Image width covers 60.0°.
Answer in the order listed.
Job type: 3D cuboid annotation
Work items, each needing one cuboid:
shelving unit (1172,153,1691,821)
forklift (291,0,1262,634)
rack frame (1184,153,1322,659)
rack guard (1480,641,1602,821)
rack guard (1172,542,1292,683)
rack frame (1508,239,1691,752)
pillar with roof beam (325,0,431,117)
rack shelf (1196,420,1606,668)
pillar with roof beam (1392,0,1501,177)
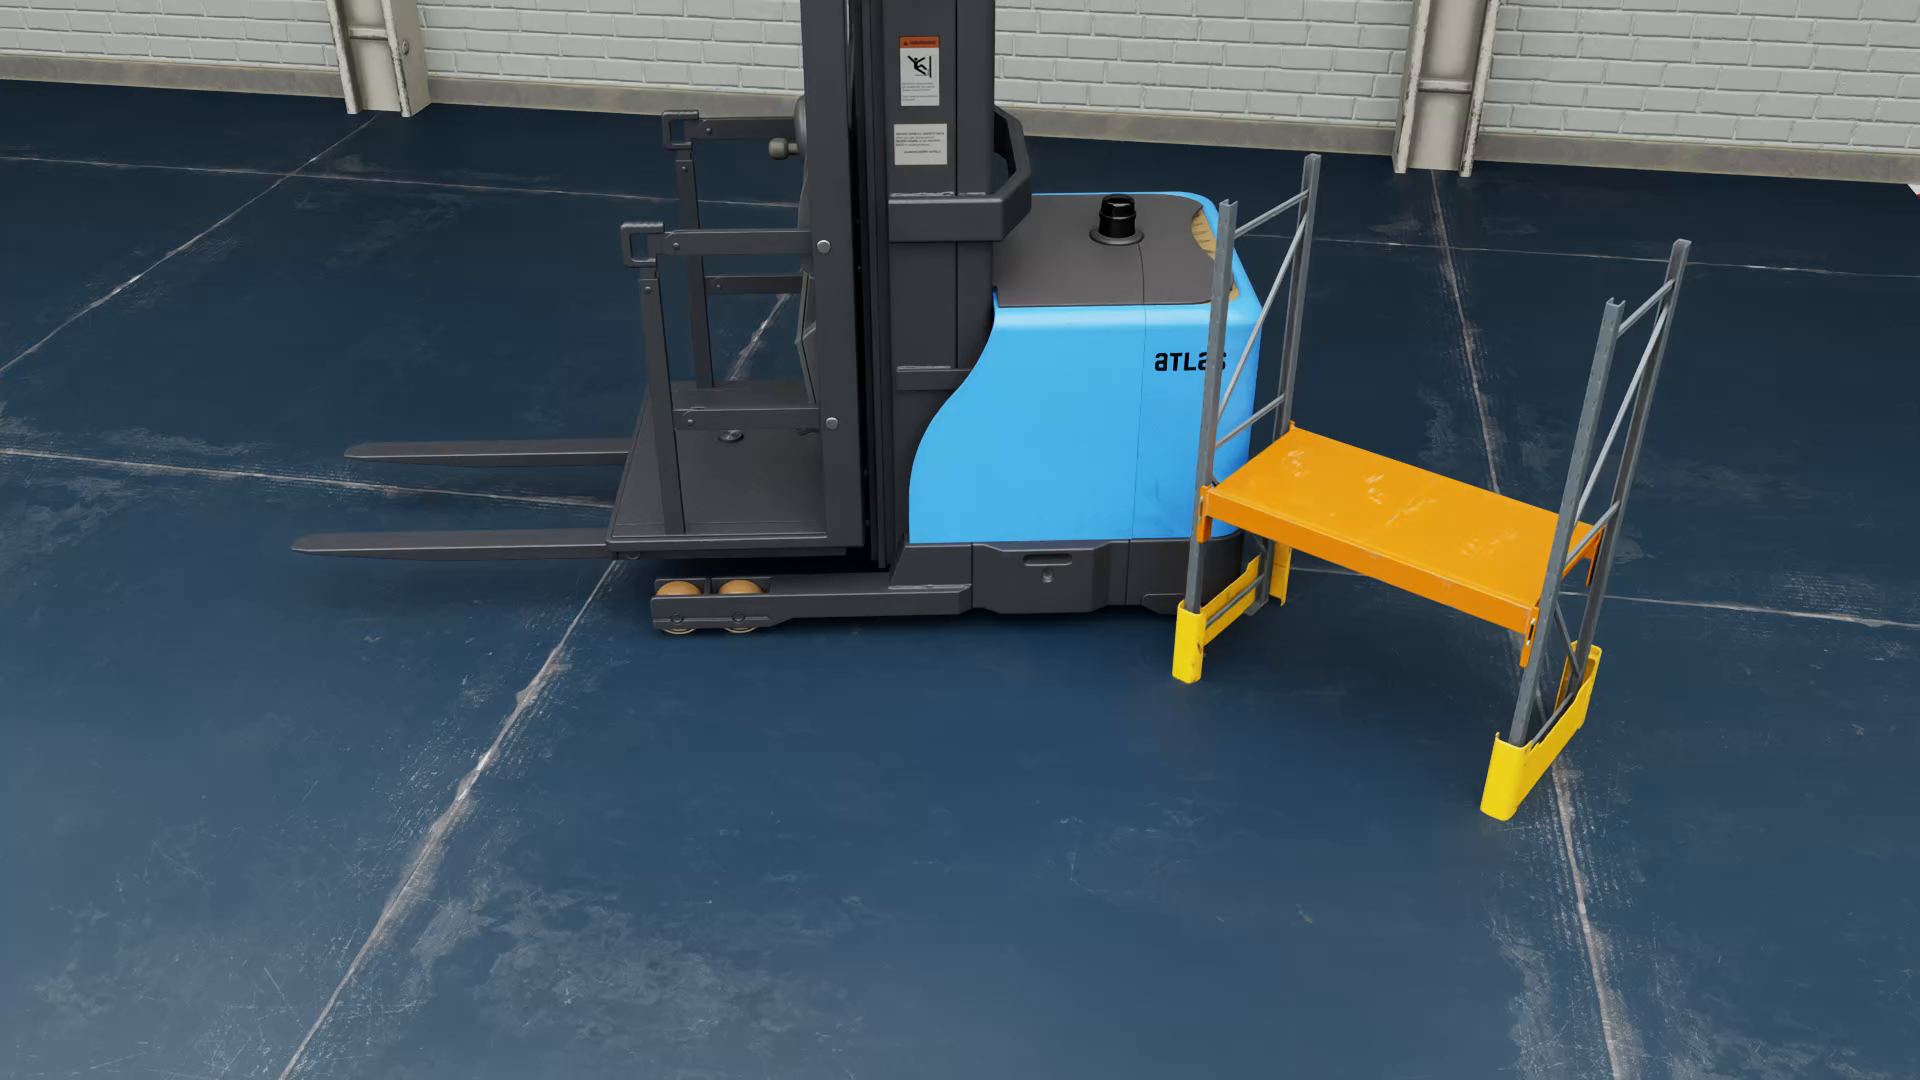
[{"bbox_3d":[1.246,-0.166,4.602,1.083,1.500,0.587,23,39,32],"label":"shelving unit"},{"bbox_3d":[-0.628,-1.230,4.953,3.031,2.935,1.130,-1,32,-2],"label":"forklift"},{"bbox_3d":[0.841,-0.337,4.876,0.032,1.500,0.500,23,39,32],"label":"rack frame"},{"bbox_3d":[1.635,0.528,4.671,0.087,0.250,0.587,23,39,32],"label":"rack guard"},{"bbox_3d":[0.856,0.199,5.197,0.087,0.250,0.587,23,39,32],"label":"rack guard"},{"bbox_3d":[1.636,-0.001,4.339,0.032,1.500,0.500,23,39,32],"label":"rack frame"},{"bbox_3d":[-4.095,-4.125,3.859,0.400,9.000,9.100,5,32,8],"label":"pillar with roof beam"},{"bbox_3d":[1.239,-0.017,4.703,1.000,0.185,0.538,23,39,32],"label":"rack shelf"},{"bbox_3d":[1.820,-3.590,3.004,0.400,9.000,9.100,5,32,8],"label":"pillar with roof beam"}]
